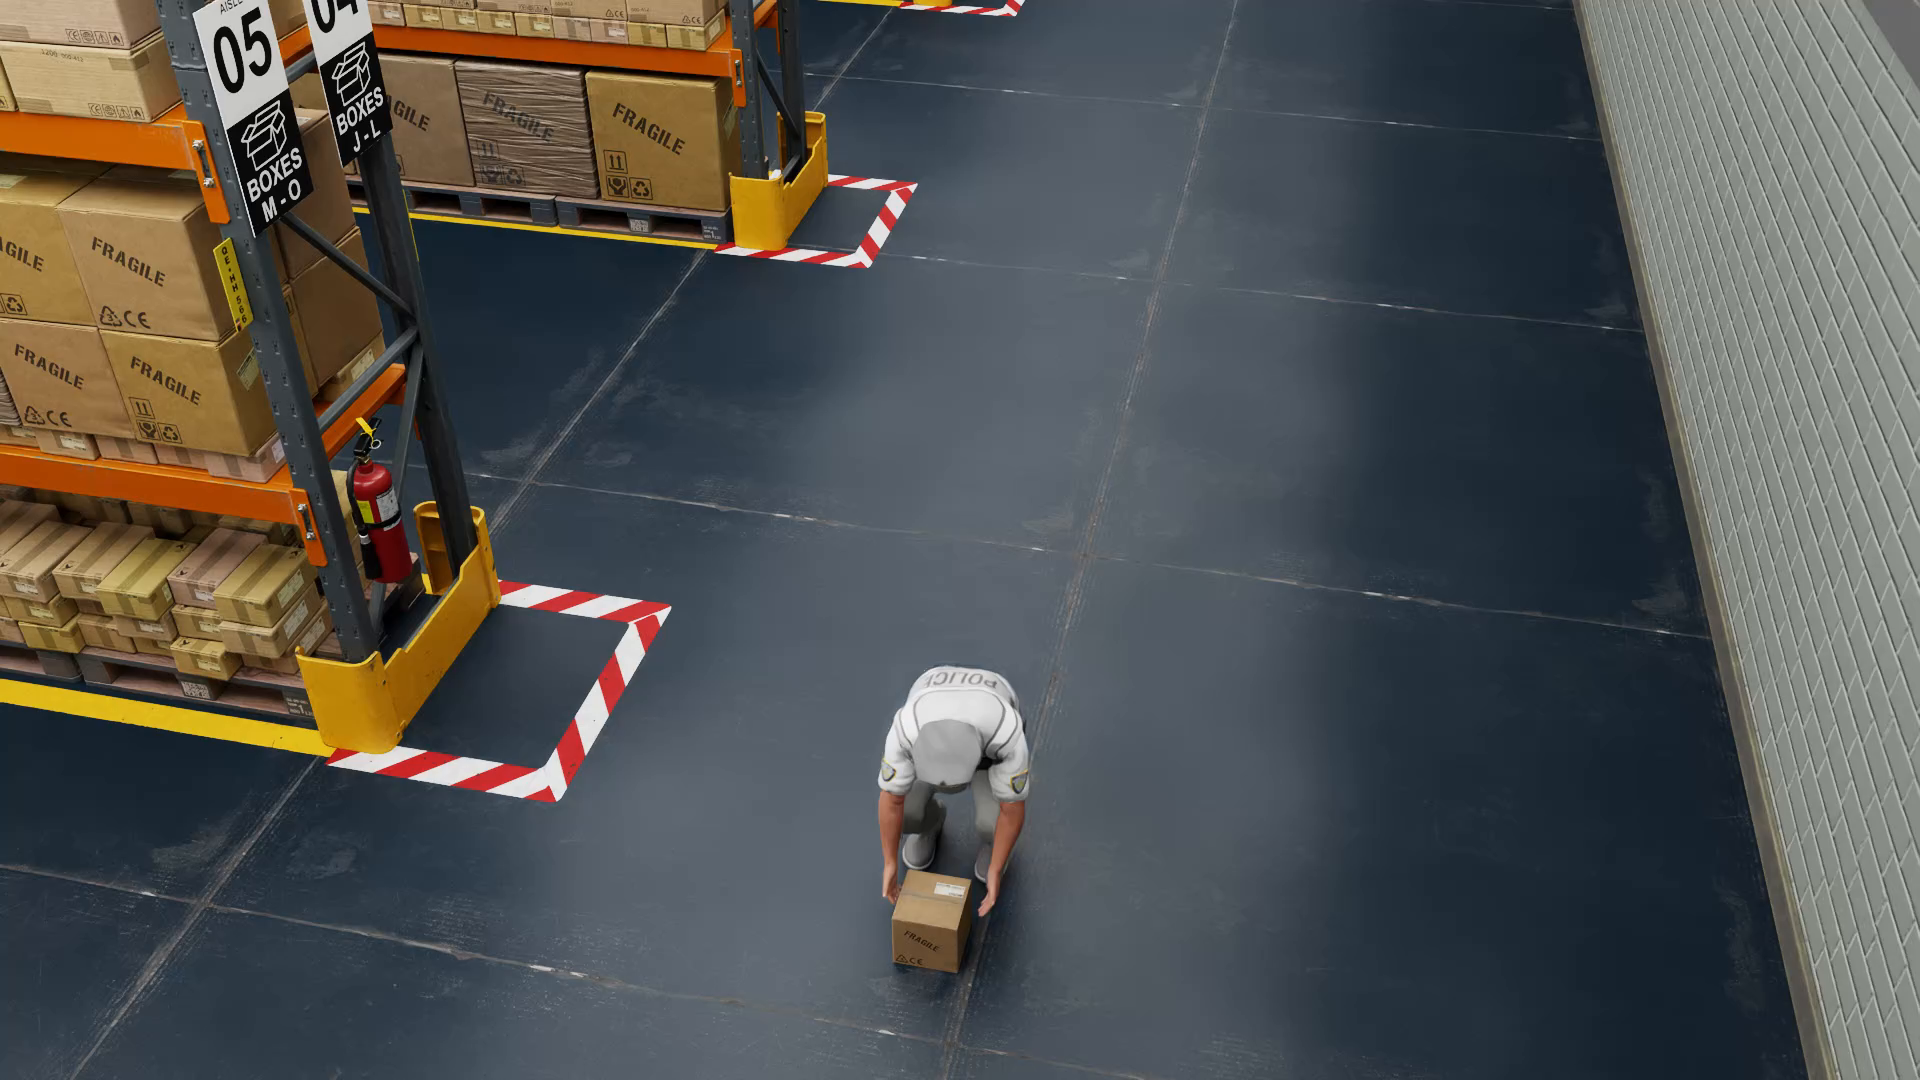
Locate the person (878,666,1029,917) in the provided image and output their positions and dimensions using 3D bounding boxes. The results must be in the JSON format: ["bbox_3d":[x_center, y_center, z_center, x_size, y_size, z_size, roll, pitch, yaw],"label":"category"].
[{"bbox_3d":[0.002,0.899,6.314,0.573,1.075,0.931,7,37,10],"label":"person"}]
